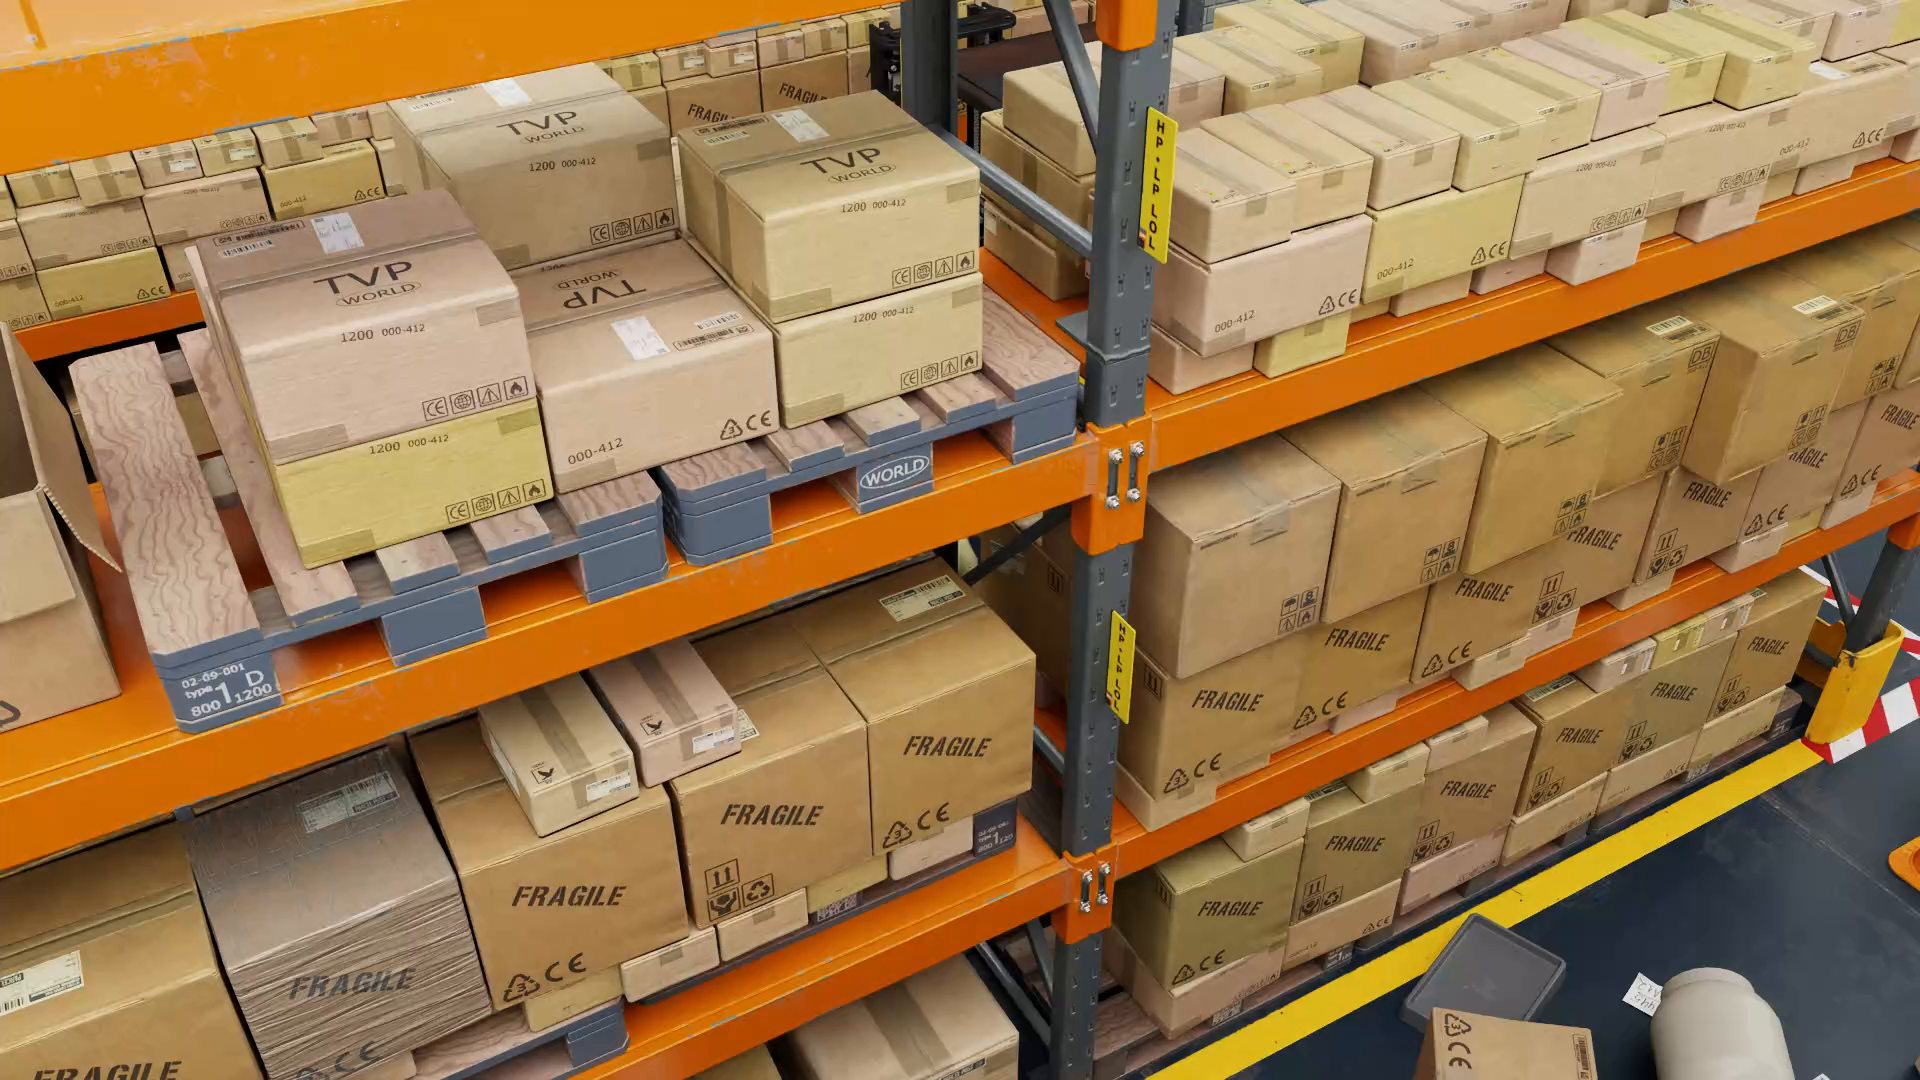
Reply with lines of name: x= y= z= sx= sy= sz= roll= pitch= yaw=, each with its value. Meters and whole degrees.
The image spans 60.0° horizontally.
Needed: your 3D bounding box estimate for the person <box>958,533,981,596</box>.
person: x=-0.160 y=0.305 z=6.985 sx=0.858 sy=1.121 sz=0.450 roll=-21 pitch=42 yaw=-26
